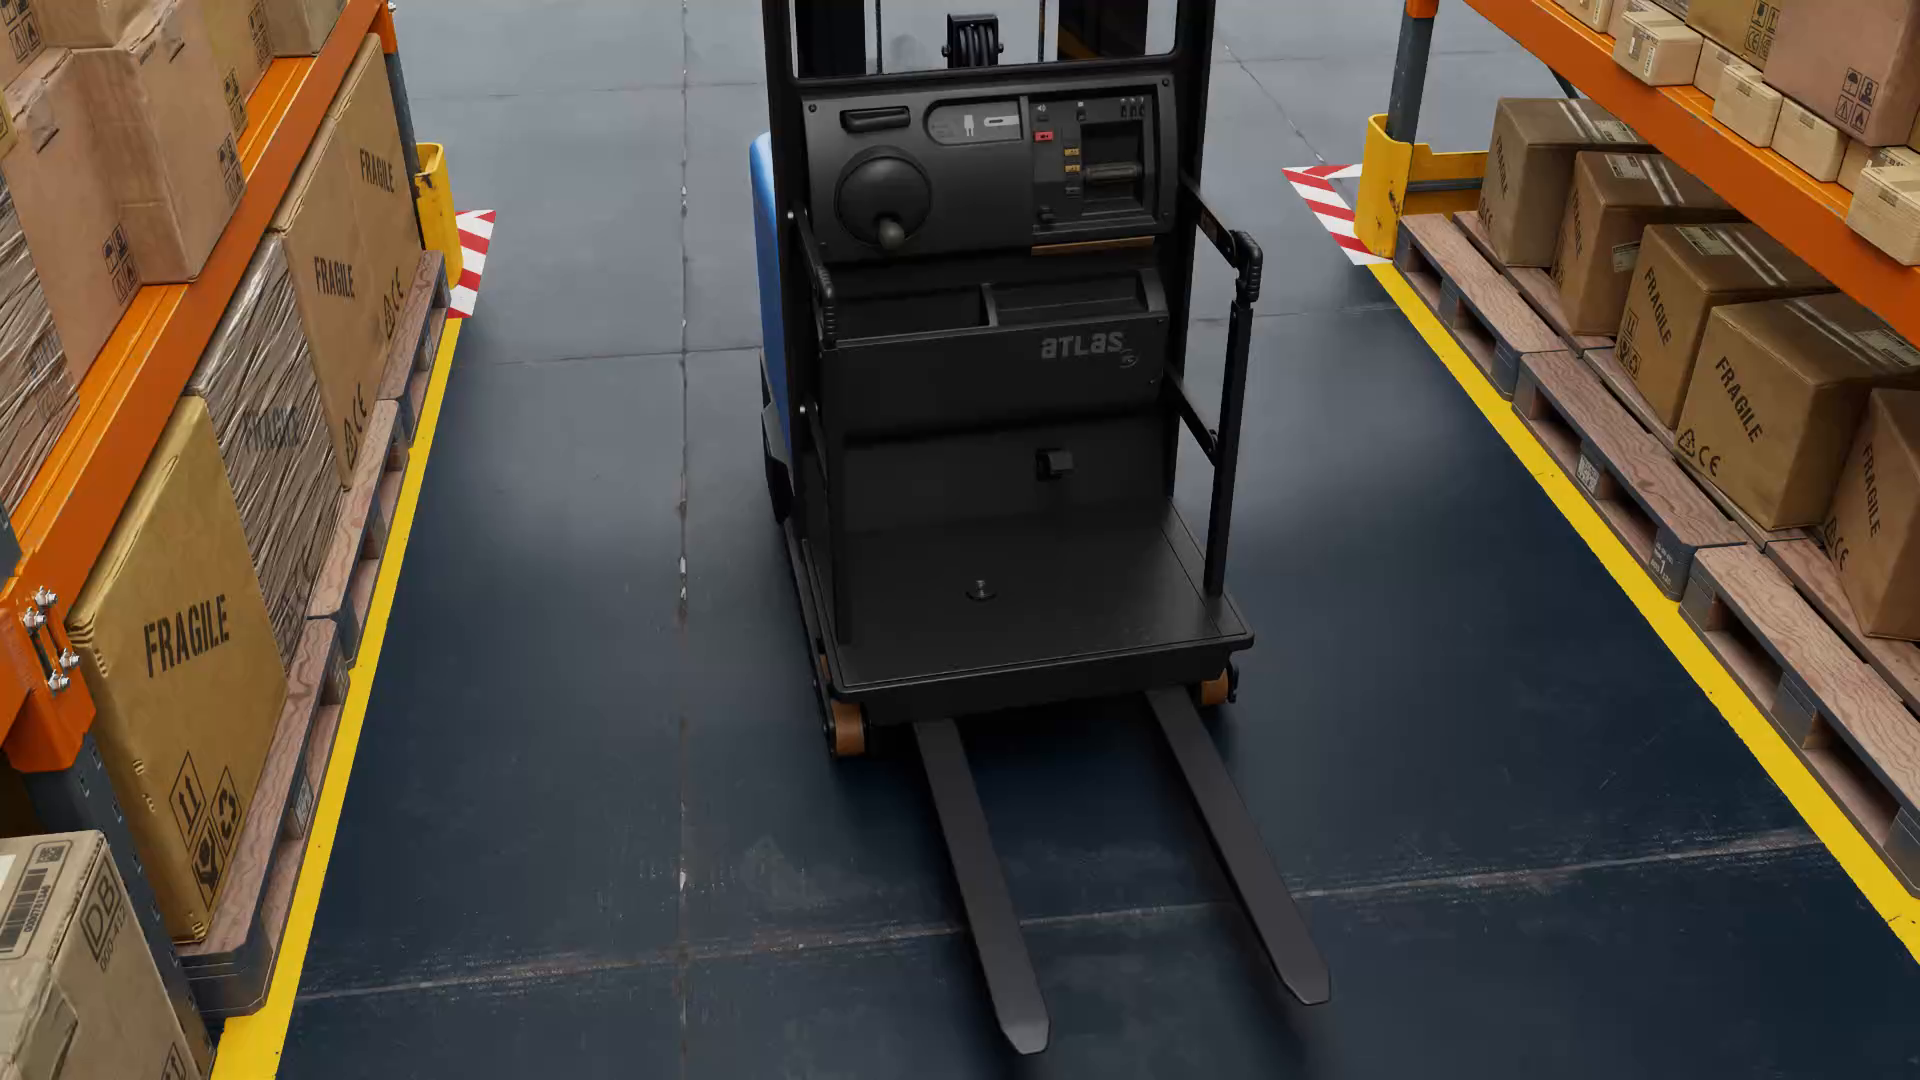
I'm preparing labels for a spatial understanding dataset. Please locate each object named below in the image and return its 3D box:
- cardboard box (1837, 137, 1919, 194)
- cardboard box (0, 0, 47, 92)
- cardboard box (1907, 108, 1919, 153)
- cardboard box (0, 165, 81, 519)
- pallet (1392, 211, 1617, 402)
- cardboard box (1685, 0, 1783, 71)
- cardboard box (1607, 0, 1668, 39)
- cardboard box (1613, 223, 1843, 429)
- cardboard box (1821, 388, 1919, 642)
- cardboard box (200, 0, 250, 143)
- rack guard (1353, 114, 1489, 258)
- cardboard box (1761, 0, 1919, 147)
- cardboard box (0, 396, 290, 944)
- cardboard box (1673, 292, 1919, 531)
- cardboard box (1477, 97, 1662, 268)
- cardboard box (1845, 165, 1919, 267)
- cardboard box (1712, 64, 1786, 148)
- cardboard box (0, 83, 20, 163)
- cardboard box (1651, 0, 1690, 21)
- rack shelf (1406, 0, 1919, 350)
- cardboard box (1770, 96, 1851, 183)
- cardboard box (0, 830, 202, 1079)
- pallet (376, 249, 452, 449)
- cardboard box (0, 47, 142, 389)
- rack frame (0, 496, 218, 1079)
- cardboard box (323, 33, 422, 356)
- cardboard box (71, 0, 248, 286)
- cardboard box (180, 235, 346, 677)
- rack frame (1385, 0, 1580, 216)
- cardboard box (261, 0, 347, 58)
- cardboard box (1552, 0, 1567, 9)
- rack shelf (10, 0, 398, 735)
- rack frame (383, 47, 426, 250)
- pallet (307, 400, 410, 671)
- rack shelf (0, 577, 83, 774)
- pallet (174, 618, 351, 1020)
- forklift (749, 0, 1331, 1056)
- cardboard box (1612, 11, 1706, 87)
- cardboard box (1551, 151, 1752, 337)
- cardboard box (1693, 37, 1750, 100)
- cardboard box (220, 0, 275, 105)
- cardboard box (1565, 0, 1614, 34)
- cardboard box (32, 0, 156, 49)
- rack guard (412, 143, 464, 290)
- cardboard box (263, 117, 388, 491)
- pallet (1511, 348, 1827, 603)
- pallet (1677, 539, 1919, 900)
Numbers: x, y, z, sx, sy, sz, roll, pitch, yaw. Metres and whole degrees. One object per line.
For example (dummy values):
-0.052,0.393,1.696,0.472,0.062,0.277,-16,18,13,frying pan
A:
2.463,-0.928,4.171,0.380,0.149,0.250,-4,35,-6,cardboard box
-2.304,-1.065,3.057,0.875,0.550,0.550,-4,35,-6,cardboard box
2.797,-1.071,3.805,0.875,0.500,0.500,-4,35,-6,cardboard box
-2.161,-0.317,2.918,0.875,0.550,0.550,-4,35,-6,cardboard box
2.375,-0.951,6.458,1.003,0.211,1.213,-4,35,-6,pallet
2.604,-1.625,4.617,0.875,0.500,0.500,-4,35,-6,cardboard box
2.268,-1.624,5.192,0.380,0.149,0.250,-4,35,-6,cardboard box
2.538,-0.711,5.476,0.500,0.500,0.500,-1,34,-2,cardboard box
2.730,-0.055,4.514,0.500,0.500,0.500,6,35,9,cardboard box
-2.384,-1.221,4.244,0.875,0.550,0.500,-4,35,-6,cardboard box
2.301,-1.526,7.045,1.175,0.500,0.348,-4,35,-6,rack guard
2.630,-1.342,4.203,0.875,0.500,0.500,-4,35,-6,cardboard box
-2.115,0.298,3.663,0.875,0.875,0.875,-4,34,-6,cardboard box
2.569,-0.396,5.014,0.500,0.500,0.500,-7,35,-11,cardboard box
2.358,-1.392,6.476,0.500,0.500,0.500,2,34,2,cardboard box
2.366,-0.779,3.952,0.380,0.149,0.250,-4,35,-6,cardboard box
2.322,-1.201,4.572,0.380,0.149,0.250,-4,35,-6,cardboard box
-2.115,-0.767,2.619,0.875,0.550,0.550,-4,35,-6,cardboard box
2.548,-1.904,5.028,0.875,0.500,0.500,-4,35,-6,cardboard box
2.560,-1.188,4.969,1.077,0.370,4.000,-4,35,-6,rack shelf
2.390,-1.065,4.372,0.380,0.149,0.250,-4,35,-6,cardboard box
-1.927,1.046,2.677,1.050,0.750,0.750,-5,35,-7,cardboard box
-2.452,-0.690,6.075,1.003,0.211,1.213,-4,35,-6,pallet
-2.257,-0.622,3.366,0.875,0.550,0.550,-4,35,-6,cardboard box
-2.100,-0.050,2.660,1.000,3.000,0.127,-4,35,-6,rack frame
-2.481,-1.204,5.867,0.875,0.875,0.875,-4,34,-6,cardboard box
-2.213,-0.932,3.822,0.875,0.550,0.550,-4,35,-6,cardboard box
-2.240,-0.205,4.400,0.875,0.875,0.875,-4,34,-6,cardboard box
2.291,-2.601,6.404,1.000,3.000,0.127,-4,35,-6,rack frame
-2.447,-1.835,5.146,0.875,0.550,0.550,-4,35,-6,cardboard box
2.181,-1.901,5.599,0.380,0.149,0.250,-4,35,-6,cardboard box
-2.369,-0.869,4.500,1.077,0.370,4.000,-4,35,-6,rack shelf
-2.638,-2.282,5.935,1.000,3.000,0.127,-4,35,-6,rack frame
-2.292,-0.010,5.078,1.003,0.211,1.213,-4,35,-6,pallet
-1.831,1.363,1.225,1.077,0.370,4.000,-4,35,-6,rack shelf
-2.124,0.672,4.077,1.003,0.211,1.213,-4,35,-6,pallet
0.130,-0.866,3.918,1.130,2.935,3.031,-7,35,-10,forklift
2.199,-1.476,4.976,0.380,0.149,0.250,-4,35,-6,cardboard box
2.473,-1.061,5.991,0.500,0.500,0.500,4,35,6,cardboard box
2.364,-1.347,4.786,0.380,0.149,0.250,-4,35,-6,cardboard box
-2.496,-1.513,4.674,0.875,0.550,0.550,-4,35,-6,cardboard box
2.207,-1.761,5.393,0.380,0.149,0.250,-4,35,-6,cardboard box
-2.241,-1.377,3.514,0.875,0.550,0.550,-4,35,-6,cardboard box
-2.641,-1.263,6.659,1.175,0.500,0.348,-4,35,-6,rack guard
-2.360,-0.713,5.147,0.875,0.875,0.875,-5,35,-7,cardboard box
2.536,-0.271,5.461,1.003,0.211,1.213,-4,35,-6,pallet
2.704,0.411,4.460,1.003,0.211,1.213,-4,35,-6,pallet
